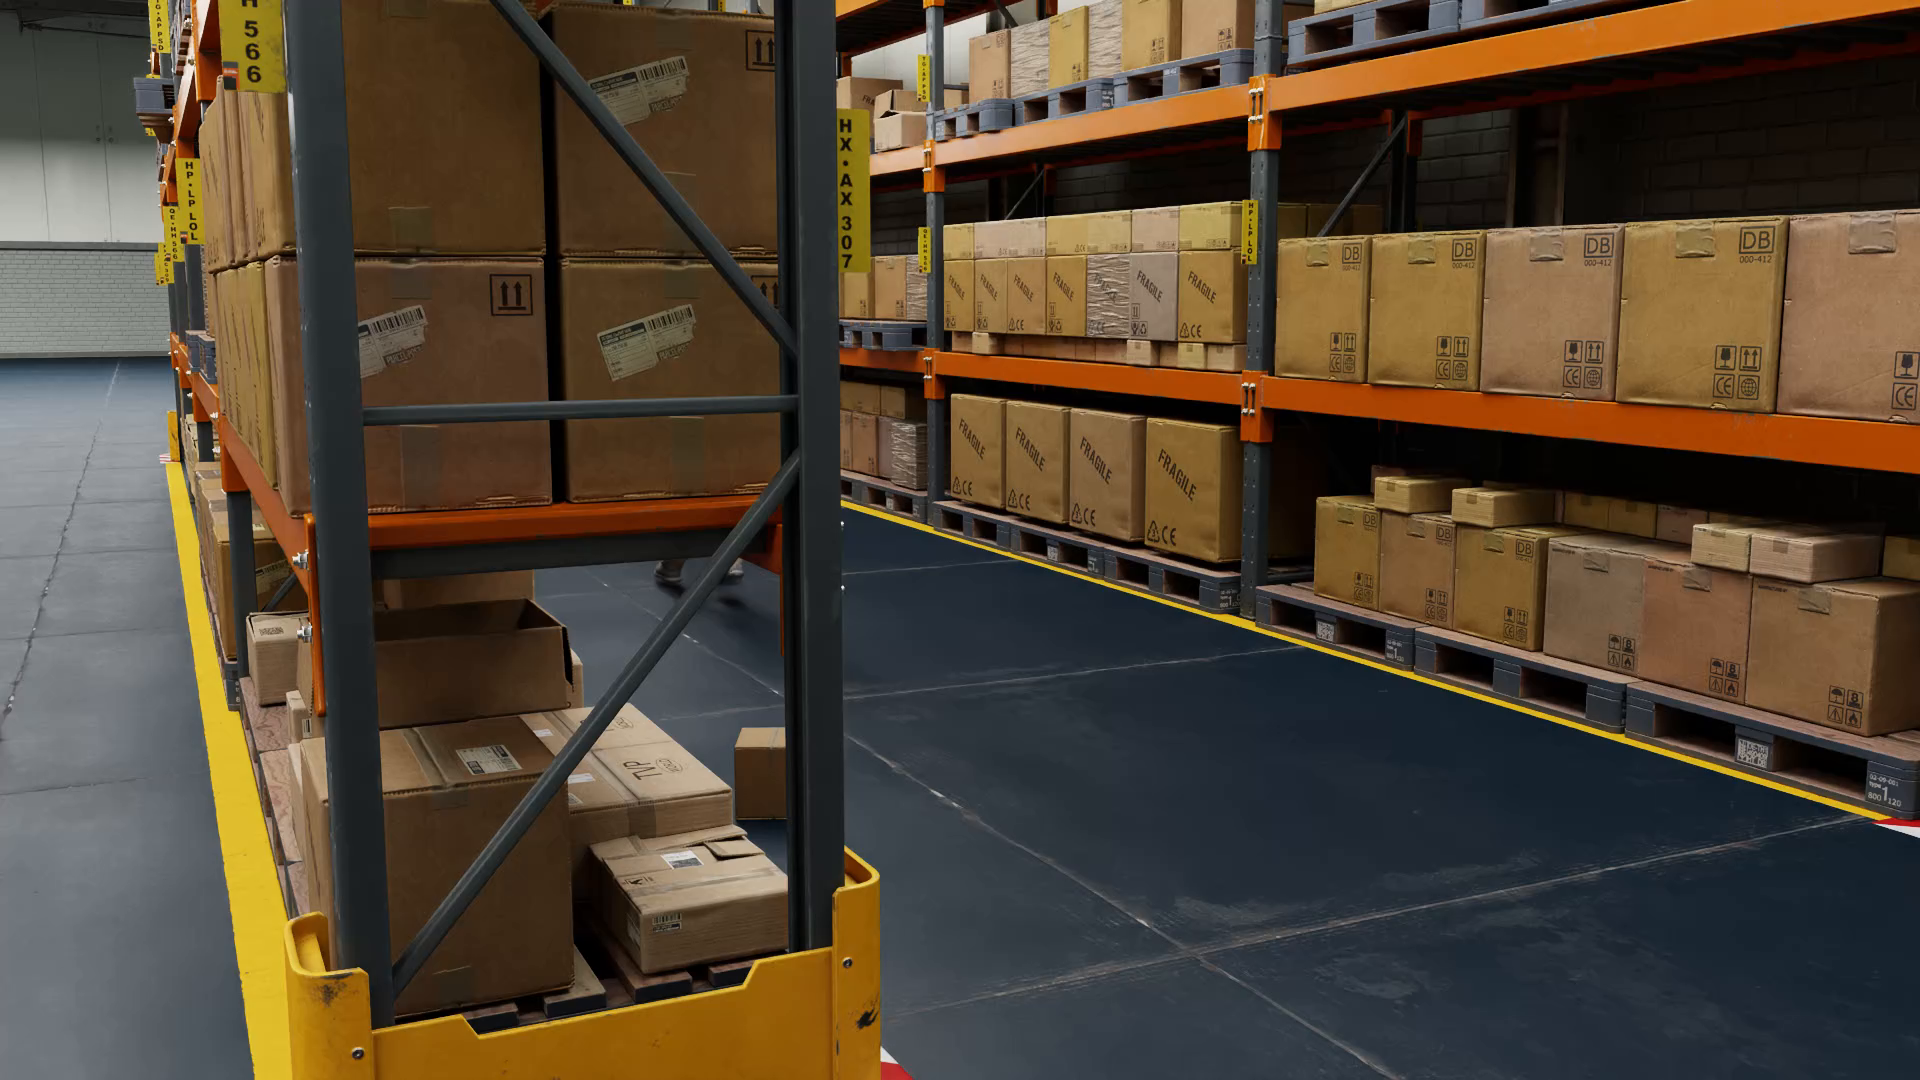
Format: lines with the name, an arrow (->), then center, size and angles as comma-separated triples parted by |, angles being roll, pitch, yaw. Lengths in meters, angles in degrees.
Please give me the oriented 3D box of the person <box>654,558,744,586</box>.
person -> -1.524, -0.557, 9.638 | 0.534, 1.675, 1.015 | -4, 9, -23
